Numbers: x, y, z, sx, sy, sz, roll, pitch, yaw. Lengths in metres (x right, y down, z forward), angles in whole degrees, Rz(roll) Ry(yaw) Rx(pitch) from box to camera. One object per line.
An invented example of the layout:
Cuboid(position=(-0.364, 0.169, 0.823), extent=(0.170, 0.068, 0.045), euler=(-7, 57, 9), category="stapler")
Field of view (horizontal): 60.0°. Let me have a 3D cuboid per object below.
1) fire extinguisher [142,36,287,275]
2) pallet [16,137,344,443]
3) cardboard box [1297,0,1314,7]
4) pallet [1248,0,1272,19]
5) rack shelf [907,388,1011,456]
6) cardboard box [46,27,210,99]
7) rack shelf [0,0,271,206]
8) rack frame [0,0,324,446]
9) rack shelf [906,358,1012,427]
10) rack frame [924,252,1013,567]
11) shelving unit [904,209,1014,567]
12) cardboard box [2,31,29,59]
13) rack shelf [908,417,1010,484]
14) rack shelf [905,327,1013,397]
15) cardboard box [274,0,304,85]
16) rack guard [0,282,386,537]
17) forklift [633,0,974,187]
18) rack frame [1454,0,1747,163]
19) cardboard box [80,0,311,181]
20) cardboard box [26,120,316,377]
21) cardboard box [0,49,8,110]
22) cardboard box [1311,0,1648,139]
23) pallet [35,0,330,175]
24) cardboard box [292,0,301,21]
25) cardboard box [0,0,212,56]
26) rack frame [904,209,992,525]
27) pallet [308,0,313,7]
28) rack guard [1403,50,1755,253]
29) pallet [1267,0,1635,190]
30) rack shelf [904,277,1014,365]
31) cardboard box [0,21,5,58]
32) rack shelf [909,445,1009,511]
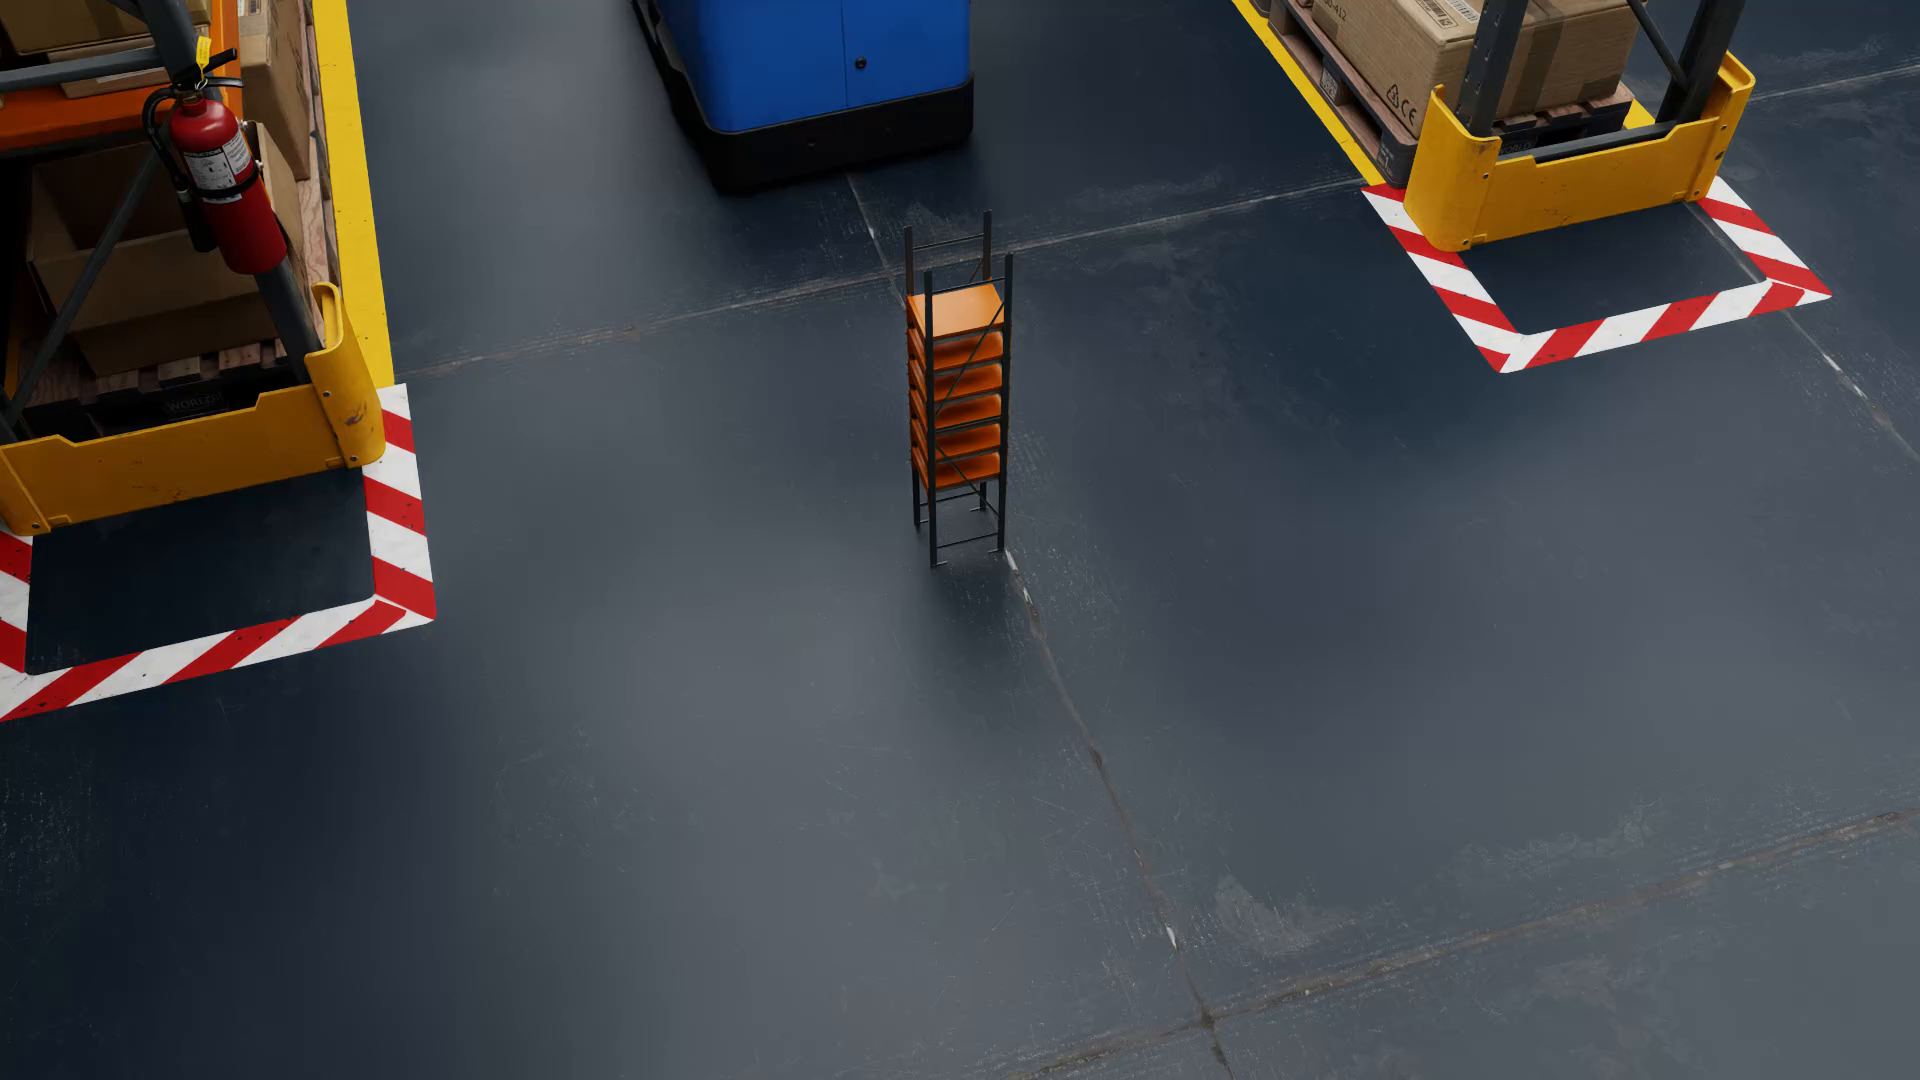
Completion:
Cuboid(position=(-1.987, -1.018, 4.441), extent=(0.296, 0.674, 0.183), euler=(-13, 51, -11), category="fire extinguisher")
Cuboid(position=(-2.731, -0.905, 5.875), extent=(1.003, 0.211, 1.213), euler=(-13, 51, -11), category="pallet")
Cuboid(position=(1.700, -2.727, 6.988), extent=(0.875, 0.438, 0.875), euler=(-12, 51, -10), category="cardboard box")
Cuboid(position=(1.601, -2.848, 7.513), extent=(1.003, 0.211, 1.213), euler=(-13, 51, -11), category="pallet")
Cuboid(position=(-0.004, -0.369, 4.834), extent=(0.258, 0.103, 0.180), euler=(-13, 51, -11), category="rack shelf")
Cuboid(position=(-2.307, -1.388, 4.622), extent=(0.380, 0.149, 0.250), euler=(-14, 51, -11), category="cardboard box")
Cuboid(position=(-3.063, -2.395, 5.778), extent=(1.077, 0.370, 4.000), euler=(-13, 51, -11), category="rack shelf")
Cuboid(position=(-2.472, -1.166, 4.271), extent=(1.000, 3.000, 0.127), euler=(-13, 51, -11), category="rack frame")
Cuboid(position=(-0.004, -0.446, 4.742), extent=(0.258, 0.103, 0.180), euler=(-13, 51, -11), category="rack shelf")
Cuboid(position=(0.023, -0.330, 4.744), extent=(0.240, 1.200, 0.006), euler=(-13, 51, -11), category="rack frame")
Cuboid(position=(-0.004, -0.397, 4.800), extent=(0.258, 1.200, 0.189), euler=(-13, 51, -11), category="shelving unit")
Cuboid(position=(-2.842, -1.466, 4.688), extent=(0.380, 0.149, 0.250), euler=(-12, 51, -10), category="cardboard box")
Cuboid(position=(-0.004, -0.291, 4.926), extent=(0.258, 0.103, 0.180), euler=(-13, 51, -11), category="rack shelf")
Cuboid(position=(-0.004, -0.523, 4.651), extent=(0.258, 0.103, 0.180), euler=(-13, 51, -11), category="rack shelf")
Cuboid(position=(-2.838, -2.006, 6.339), extent=(0.500, 0.500, 0.500), euler=(-12, 51, -10), category="cardboard box")
Cuboid(position=(-2.494, -0.416, 5.274), extent=(1.175, 0.500, 0.348), euler=(-13, 51, -11), category="rack guard")
Cuboid(position=(-0.913, -3.435, 6.228), extent=(1.130, 2.935, 3.031), euler=(-15, 51, -12), category="forklift")
Cuboid(position=(2.269, -2.291, 5.220), extent=(1.000, 3.000, 0.127), euler=(-13, 51, -11), category="rack frame")
Cuboid(position=(-2.778, -1.597, 5.995), extent=(0.700, 0.500, 0.500), euler=(-11, 51, -9), category="cardboard box")
Cuboid(position=(-2.562, -0.965, 5.460), extent=(0.797, 0.503, 0.637), euler=(-15, 52, -12), category="cardboard box")
Cuboid(position=(-2.826, -1.267, 4.520), extent=(0.380, 0.149, 0.250), euler=(-14, 51, -11), category="cardboard box")
Cuboid(position=(1.978, -2.060, 6.426), extent=(0.875, 0.438, 0.875), euler=(-15, 51, -12), category="cardboard box")
Cuboid(position=(-3.088, -1.794, 6.625), extent=(1.003, 0.211, 1.213), euler=(-13, 51, -11), category="pallet")
Cuboid(position=(-3.085, -2.355, 6.634), extent=(0.700, 0.500, 0.500), euler=(-15, 52, -12), category="cardboard box")
Cuboid(position=(-2.348, -1.606, 4.546), extent=(0.500, 0.250, 0.500), euler=(-13, 51, -11), category="cardboard box")
Cuboid(position=(-0.031, -0.464, 4.857), extent=(0.240, 1.200, 0.006), euler=(-13, 51, -11), category="rack frame")
Cuboid(position=(-3.452, -2.687, 7.377), extent=(1.003, 0.211, 1.213), euler=(-13, 51, -11), category="pallet")
Cuboid(position=(2.276, -1.468, 6.161), extent=(1.175, 0.500, 0.348), euler=(-13, 51, -11), category="rack guard")
Cuboid(position=(1.958, -1.959, 6.763), extent=(1.003, 0.211, 1.213), euler=(-13, 51, -11), category="pallet")
Cuboid(position=(-0.004, -0.601, 4.559), extent=(0.258, 0.103, 0.180), euler=(-13, 51, -11), category="rack shelf")
Cuboid(position=(-2.861, -1.490, 4.448), extent=(0.500, 0.250, 0.500), euler=(-12, 51, -10), category="cardboard box")
Cuboid(position=(-0.004, -0.214, 5.018), extent=(0.258, 0.103, 0.180), euler=(-13, 51, -11), category="rack shelf")
